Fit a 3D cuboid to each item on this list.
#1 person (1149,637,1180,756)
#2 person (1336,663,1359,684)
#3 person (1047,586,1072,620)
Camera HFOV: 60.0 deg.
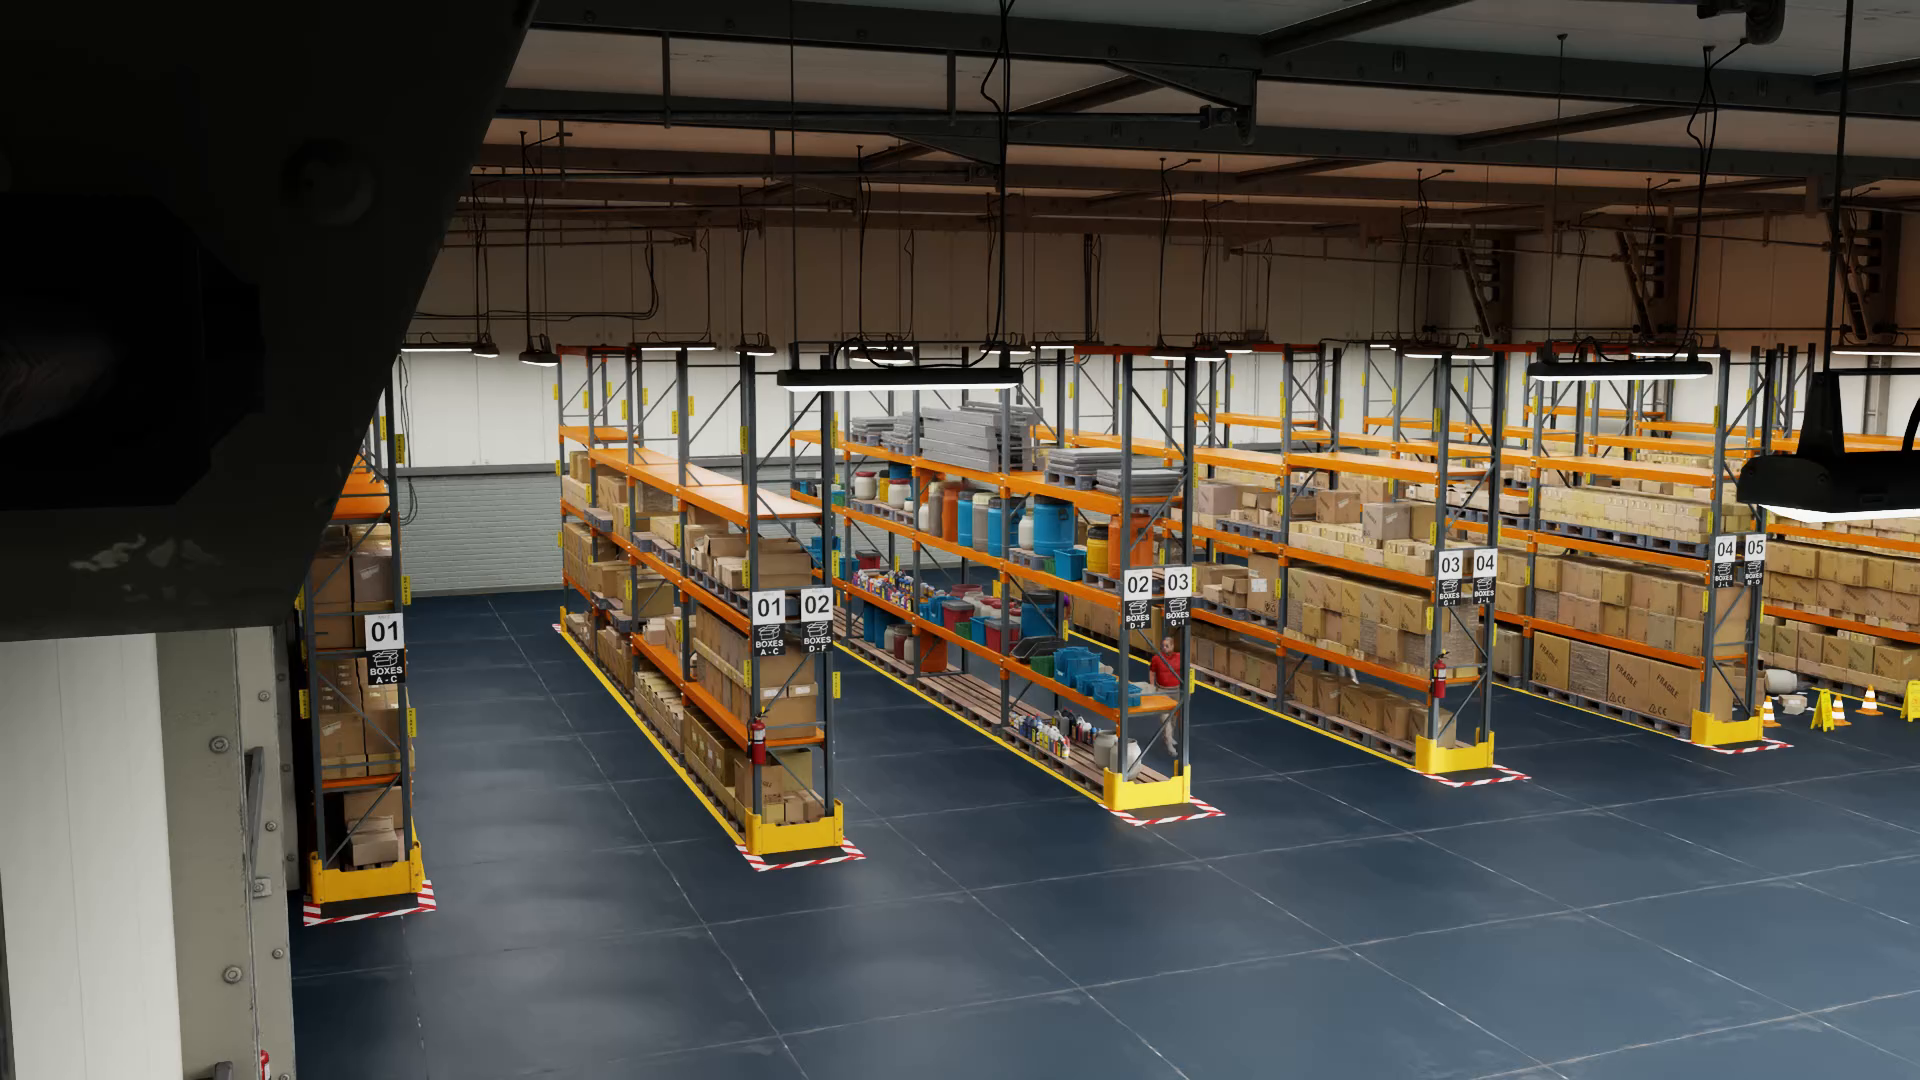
[{"bbox_3d":[3.160,2.305,24.967,0.560,1.691,0.908,-1,7,-6],"label":"person"},{"bbox_3d":[6.787,1.828,29.317,0.462,1.596,0.480,-3,8,-22],"label":"person"},{"bbox_3d":[1.659,1.536,30.057,0.749,1.672,0.669,-1,7,-11],"label":"person"}]
